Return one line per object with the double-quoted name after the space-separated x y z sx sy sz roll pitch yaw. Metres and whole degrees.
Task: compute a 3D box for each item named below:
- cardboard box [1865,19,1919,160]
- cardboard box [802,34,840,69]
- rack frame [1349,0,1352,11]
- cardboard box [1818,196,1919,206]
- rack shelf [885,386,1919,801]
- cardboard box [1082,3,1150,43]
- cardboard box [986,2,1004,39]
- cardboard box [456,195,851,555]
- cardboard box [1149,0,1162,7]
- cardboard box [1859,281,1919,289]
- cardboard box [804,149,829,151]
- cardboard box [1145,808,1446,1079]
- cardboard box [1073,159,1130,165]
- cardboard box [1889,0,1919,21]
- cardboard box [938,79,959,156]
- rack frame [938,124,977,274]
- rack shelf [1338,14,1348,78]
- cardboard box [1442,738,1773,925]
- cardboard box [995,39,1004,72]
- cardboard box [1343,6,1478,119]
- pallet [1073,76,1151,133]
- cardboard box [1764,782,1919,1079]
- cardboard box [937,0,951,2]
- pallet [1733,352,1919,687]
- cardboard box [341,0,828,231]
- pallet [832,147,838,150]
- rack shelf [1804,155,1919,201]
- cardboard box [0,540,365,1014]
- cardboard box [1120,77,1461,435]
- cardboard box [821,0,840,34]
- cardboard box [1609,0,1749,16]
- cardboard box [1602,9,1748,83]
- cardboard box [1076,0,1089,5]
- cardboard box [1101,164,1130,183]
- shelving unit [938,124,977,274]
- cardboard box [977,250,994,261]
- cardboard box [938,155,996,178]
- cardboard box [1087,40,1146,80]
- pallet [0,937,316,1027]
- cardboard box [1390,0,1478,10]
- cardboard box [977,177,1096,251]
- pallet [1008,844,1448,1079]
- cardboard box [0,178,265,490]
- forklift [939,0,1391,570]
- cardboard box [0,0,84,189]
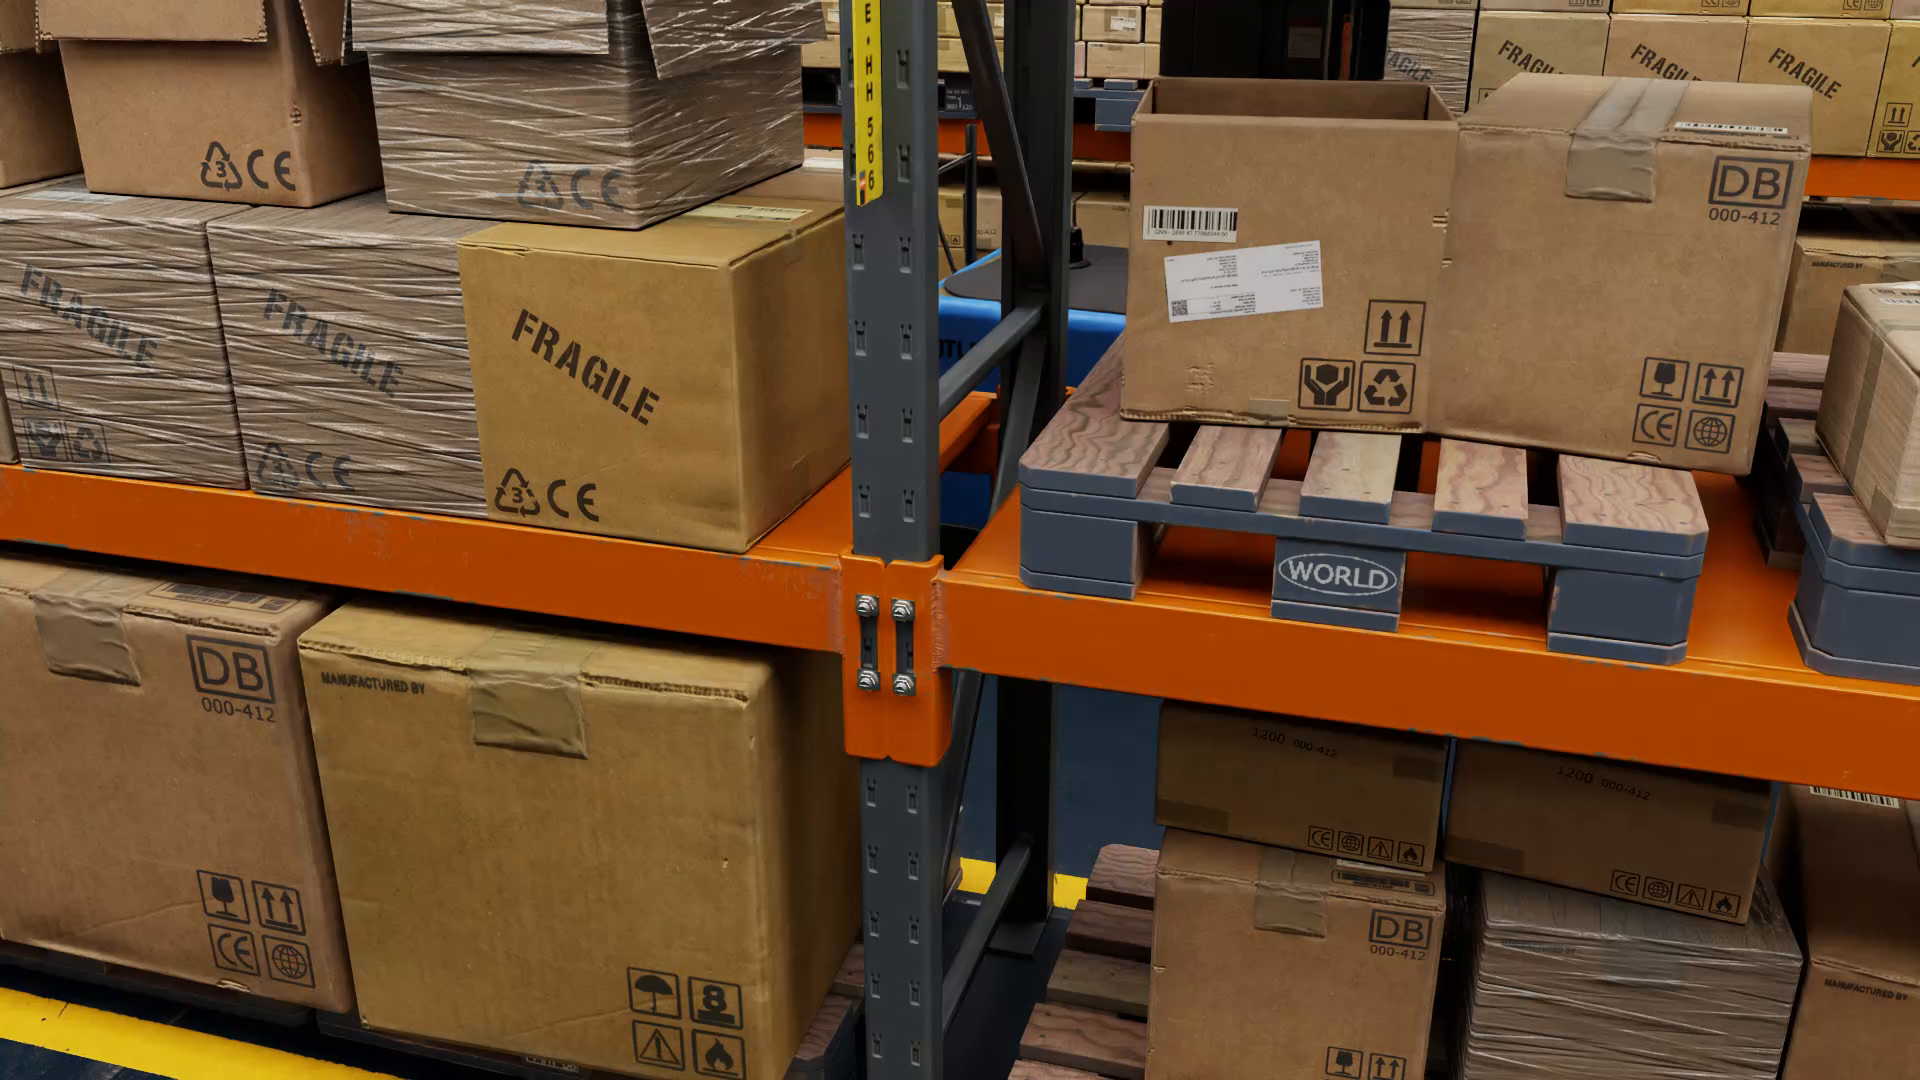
3.841 -1.783 6.531 0.500 0.500 0.500 7 23 16 "cardboard box"
-0.538 -2.240 7.557 0.250 0.149 0.380 5 23 13 "cardboard box"
2.889 -3.914 11.858 0.127 3.000 1.000 7 23 16 "rack frame"
6.215 -2.510 11.346 0.625 0.372 0.950 7 23 16 "cardboard box"
1.941 0.239 2.682 4.000 0.370 1.077 7 23 16 "rack shelf"
0.695 -2.237 7.157 0.250 0.149 0.380 7 23 18 "cardboard box"
0.203 -2.292 7.292 0.250 0.149 0.380 7 23 16 "cardboard box"
-0.518 -0.323 2.974 0.500 0.500 0.500 7 23 17 "cardboard box"
0.954 -2.344 7.027 0.250 0.149 0.380 6 23 13 "cardboard box"
1.701 -0.360 2.820 0.258 0.266 0.396 6 23 14 "cardboard box"
-1.000 -1.876 8.644 0.500 0.250 0.500 8 24 18 "cardboard box"
0.673 0.706 3.310 0.500 0.500 0.700 5 23 13 "cardboard box"
1.399 -3.330 12.682 0.875 0.875 0.875 7 23 16 "cardboard box"
3.931 -2.338 6.567 0.500 0.500 0.700 7 23 16 "cardboard box"
-0.324 -3.524 13.156 0.875 0.875 0.875 7 23 17 "cardboard box"
-0.031 -0.699 5.998 0.032 1.500 0.500 7 23 17 "rack frame"
0.974 -3.800 12.529 4.000 0.370 1.077 7 23 16 "rack shelf"
1.187 0.410 3.044 0.500 0.250 0.500 9 24 21 "cardboard box"
0.229 -2.154 7.346 0.250 0.149 0.380 6 23 15 "cardboard box"
1.907 -2.003 7.069 0.500 0.500 0.500 7 23 16 "cardboard box"
0.843 -2.055 7.579 1.003 0.211 1.213 7 23 16 "pallet"
1.753 0.822 3.028 0.500 0.500 0.700 9 24 20 "cardboard box"
-0.022 -2.458 7.303 0.250 0.149 0.380 7 23 16 "cardboard box"
1.933 -0.022 2.624 1.213 0.211 1.003 7 23 16 "pallet"
-0.669 -0.909 3.081 0.637 0.503 0.797 7 23 17 "cardboard box"
-1.646 -3.174 13.729 1.213 0.211 1.003 7 23 16 "pallet"
3.470 -1.552 7.049 4.000 0.370 1.077 7 23 16 "rack shelf"
-1.480 0.292 3.852 0.875 0.875 1.225 7 23 16 "cardboard box"
0.555 -0.509 2.873 0.500 0.500 0.500 4 23 9 "cardboard box"
-0.532 -2.377 7.498 0.250 0.149 0.380 6 23 14 "cardboard box"
2.959 -2.450 6.840 0.500 0.500 0.700 6 23 15 "cardboard box"
2.878 -1.893 6.800 0.500 0.500 0.500 7 23 15 "cardboard box"
0.463 -2.401 7.166 0.250 0.149 0.380 7 23 17 "cardboard box"
0.965 -1.652 8.098 0.500 0.250 0.500 5 23 13 "cardboard box"
-0.522 -0.761 6.148 1.083 1.500 0.587 7 23 17 "shelving unit"
0.354 -1.177 7.928 0.500 0.500 0.500 8 23 18 "cardboard box"
0.010 -1.767 8.377 0.500 0.250 0.500 7 23 16 "cardboard box"
0.713 -2.097 7.207 0.250 0.149 0.380 6 23 15 "cardboard box"
-1.871 0.729 4.215 1.213 0.211 1.003 7 23 16 "pallet"
1.983 -2.560 7.109 0.500 0.500 0.700 6 23 15 "cardboard box"
0.339 -1.520 7.775 0.500 0.250 0.500 7 23 16 "cardboard box"
0.774 1.063 3.399 1.213 0.211 1.003 7 23 16 "pallet"
-1.492 -0.436 3.248 0.500 0.500 0.500 6 23 14 "cardboard box"
1.392 -1.107 5.106 3.031 2.935 1.130 9 24 21 "forklift"
-1.936 -1.053 3.431 0.637 0.503 0.797 7 23 17 "cardboard box"
